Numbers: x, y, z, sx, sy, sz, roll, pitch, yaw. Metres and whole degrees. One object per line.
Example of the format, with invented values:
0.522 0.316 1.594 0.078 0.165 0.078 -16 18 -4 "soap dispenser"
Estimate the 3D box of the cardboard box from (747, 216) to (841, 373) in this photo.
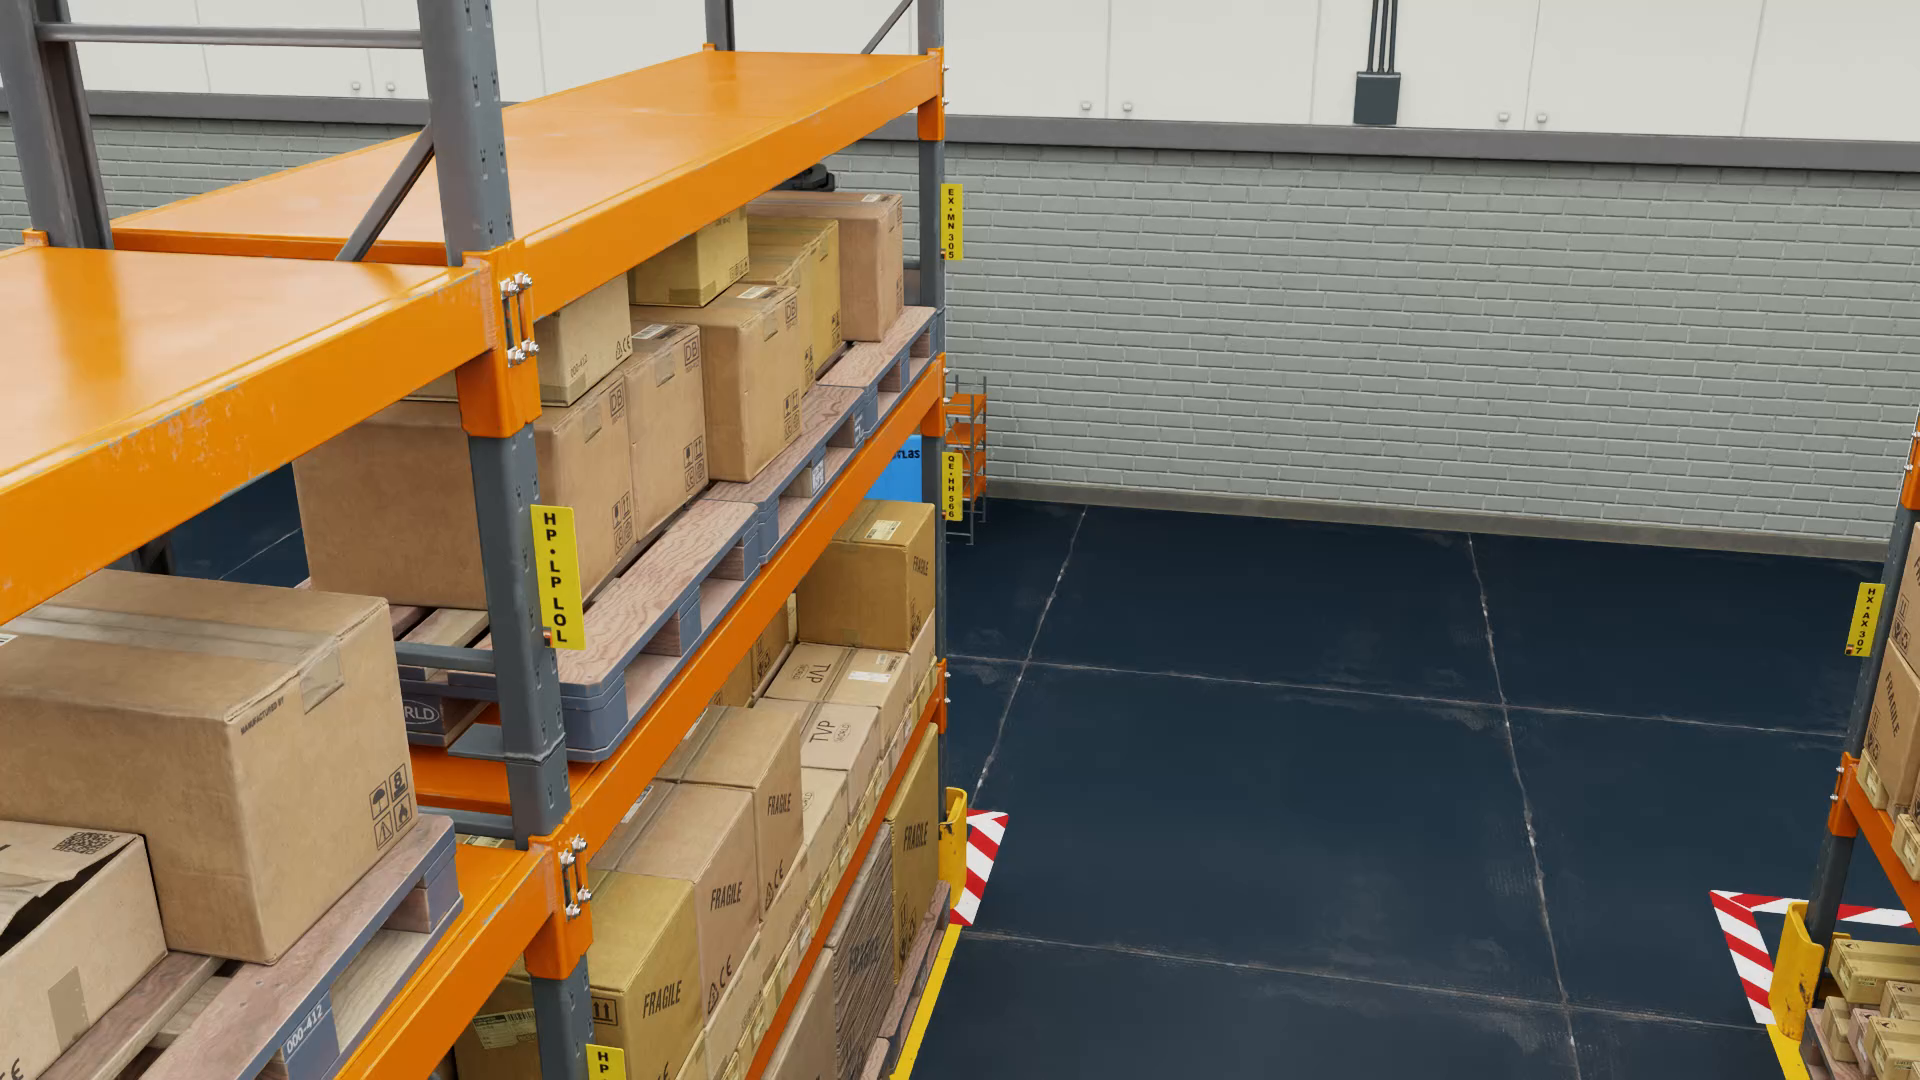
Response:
-0.853 -0.930 6.303 0.700 0.500 0.500 4 22 9 "cardboard box"

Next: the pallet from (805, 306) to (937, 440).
-0.708 -0.720 6.730 1.003 0.211 1.213 4 22 11 "pallet"

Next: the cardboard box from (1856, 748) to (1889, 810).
3.881 0.983 6.734 0.380 0.149 0.250 4 22 10 "cardboard box"

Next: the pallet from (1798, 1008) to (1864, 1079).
4.052 2.389 6.640 1.003 0.211 1.213 4 22 11 "pallet"

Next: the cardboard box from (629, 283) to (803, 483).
-0.923 -0.526 5.298 0.700 0.500 0.500 5 23 13 "cardboard box"

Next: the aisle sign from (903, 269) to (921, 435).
-0.259 -0.851 7.472 0.394 0.787 0.004 4 22 11 "aisle sign"

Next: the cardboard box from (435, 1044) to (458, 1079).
-1.551 1.216 4.617 0.500 0.500 0.500 5 22 12 "cardboard box"

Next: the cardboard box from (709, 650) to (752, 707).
-1.131 0.470 6.471 0.500 0.500 0.500 4 22 9 "cardboard box"

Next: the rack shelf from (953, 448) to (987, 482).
0.034 -0.555 12.805 0.258 0.148 0.480 4 22 11 "rack shelf"

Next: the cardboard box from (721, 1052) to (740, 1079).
-0.890 1.662 5.048 0.380 0.149 0.250 5 23 13 "cardboard box"

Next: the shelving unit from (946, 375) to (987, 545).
0.034 -0.617 12.780 0.258 1.200 0.503 4 22 11 "shelving unit"

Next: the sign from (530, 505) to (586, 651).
-0.850 0.082 3.507 0.100 0.325 0.005 4 22 11 "sign"

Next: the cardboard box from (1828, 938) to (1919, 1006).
3.829 1.790 6.850 0.380 0.149 0.250 3 22 8 "cardboard box"

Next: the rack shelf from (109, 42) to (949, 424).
-0.975 -1.174 5.222 1.077 0.370 4.000 4 22 11 "rack shelf"

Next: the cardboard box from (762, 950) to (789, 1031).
-0.787 1.472 5.519 0.380 0.149 0.250 4 22 10 "cardboard box"

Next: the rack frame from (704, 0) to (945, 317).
-0.567 -2.425 6.829 1.000 3.000 0.127 4 22 11 "rack frame"

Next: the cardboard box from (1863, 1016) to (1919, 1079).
3.713 1.983 6.373 0.380 0.149 0.250 4 22 11 "cardboard box"

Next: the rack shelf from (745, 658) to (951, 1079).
-0.975 1.423 6.268 1.077 0.370 4.000 4 22 11 "rack shelf"

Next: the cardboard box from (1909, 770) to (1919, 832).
3.822 0.930 5.998 0.500 0.500 0.500 5 22 11 "cardboard box"

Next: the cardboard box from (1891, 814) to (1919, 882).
3.762 1.174 6.261 0.380 0.149 0.250 4 22 9 "cardboard box"

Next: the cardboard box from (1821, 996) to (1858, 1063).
3.848 2.068 6.958 0.380 0.149 0.250 5 22 12 "cardboard box"

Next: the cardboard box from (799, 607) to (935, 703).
-0.406 0.487 7.432 0.500 0.250 0.500 4 22 10 "cardboard box"

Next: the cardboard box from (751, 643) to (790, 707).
-1.029 0.635 7.064 0.500 0.250 0.500 4 22 10 "cardboard box"

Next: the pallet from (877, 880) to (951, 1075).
-0.654 1.950 7.729 1.003 0.211 1.213 4 22 11 "pallet"

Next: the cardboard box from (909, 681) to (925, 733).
-0.369 0.725 7.374 0.380 0.149 0.250 5 22 11 "cardboard box"

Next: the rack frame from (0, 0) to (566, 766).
-1.383 -0.962 3.196 1.000 3.000 0.127 4 22 11 "rack frame"

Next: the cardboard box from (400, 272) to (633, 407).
-1.185 -0.549 4.354 0.500 0.250 0.500 3 22 7 "cardboard box"

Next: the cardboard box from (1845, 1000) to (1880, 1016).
3.910 1.935 6.890 0.380 0.149 0.250 5 23 13 "cardboard box"

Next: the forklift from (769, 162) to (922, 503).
-1.707 -1.279 12.106 3.031 2.935 1.130 -1 22 -4 "forklift"

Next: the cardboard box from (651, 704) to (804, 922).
-0.825 0.879 5.455 0.500 0.500 0.500 4 22 9 "cardboard box"

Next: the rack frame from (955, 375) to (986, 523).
0.084 -0.706 13.001 0.240 1.200 0.015 4 22 11 "rack frame"

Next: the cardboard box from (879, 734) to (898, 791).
-0.473 0.908 6.919 0.380 0.149 0.250 5 22 12 "cardboard box"

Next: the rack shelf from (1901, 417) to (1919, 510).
3.860 0.447 4.677 1.077 0.370 4.000 4 22 11 "rack shelf"

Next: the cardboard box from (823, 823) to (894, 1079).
-0.805 1.722 6.845 0.875 0.875 0.875 4 22 11 "cardboard box"

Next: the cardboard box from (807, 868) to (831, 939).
-0.681 1.284 5.986 0.380 0.149 0.250 4 22 9 "cardboard box"

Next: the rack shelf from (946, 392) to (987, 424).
0.034 -0.982 12.633 0.258 0.148 0.480 4 22 11 "rack shelf"

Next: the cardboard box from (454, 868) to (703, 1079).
-1.035 1.249 4.536 0.500 0.500 0.500 4 22 11 "cardboard box"

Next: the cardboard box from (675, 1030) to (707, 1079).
-1.031 1.601 4.667 0.500 0.250 0.500 4 22 10 "cardboard box"

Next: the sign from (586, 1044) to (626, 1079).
-0.850 1.358 4.022 0.100 0.325 0.005 4 22 11 "sign"

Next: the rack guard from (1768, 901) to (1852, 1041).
4.253 1.960 7.317 1.175 0.500 0.348 4 22 11 "rack guard"

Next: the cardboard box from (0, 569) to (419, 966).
-1.492 0.401 3.131 0.700 0.500 0.500 5 22 12 "cardboard box"

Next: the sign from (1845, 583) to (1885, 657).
3.737 0.330 6.860 0.100 0.325 0.005 4 22 11 "sign"

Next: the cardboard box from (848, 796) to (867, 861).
-0.577 1.098 6.447 0.380 0.149 0.250 5 22 11 "cardboard box"

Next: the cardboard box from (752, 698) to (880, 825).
-0.614 0.859 6.509 0.500 0.250 0.500 4 22 9 "cardboard box"

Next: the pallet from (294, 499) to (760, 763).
-1.206 0.172 4.514 1.003 0.211 1.213 4 22 11 "pallet"

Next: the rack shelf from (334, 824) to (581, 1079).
-1.791 1.495 2.075 1.077 0.370 4.000 4 22 11 "rack shelf"

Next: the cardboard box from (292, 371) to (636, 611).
-1.282 -0.149 4.363 0.700 0.500 0.500 3 22 8 "cardboard box"

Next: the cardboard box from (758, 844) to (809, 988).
-0.824 1.229 5.589 0.500 0.250 0.500 5 22 12 "cardboard box"
